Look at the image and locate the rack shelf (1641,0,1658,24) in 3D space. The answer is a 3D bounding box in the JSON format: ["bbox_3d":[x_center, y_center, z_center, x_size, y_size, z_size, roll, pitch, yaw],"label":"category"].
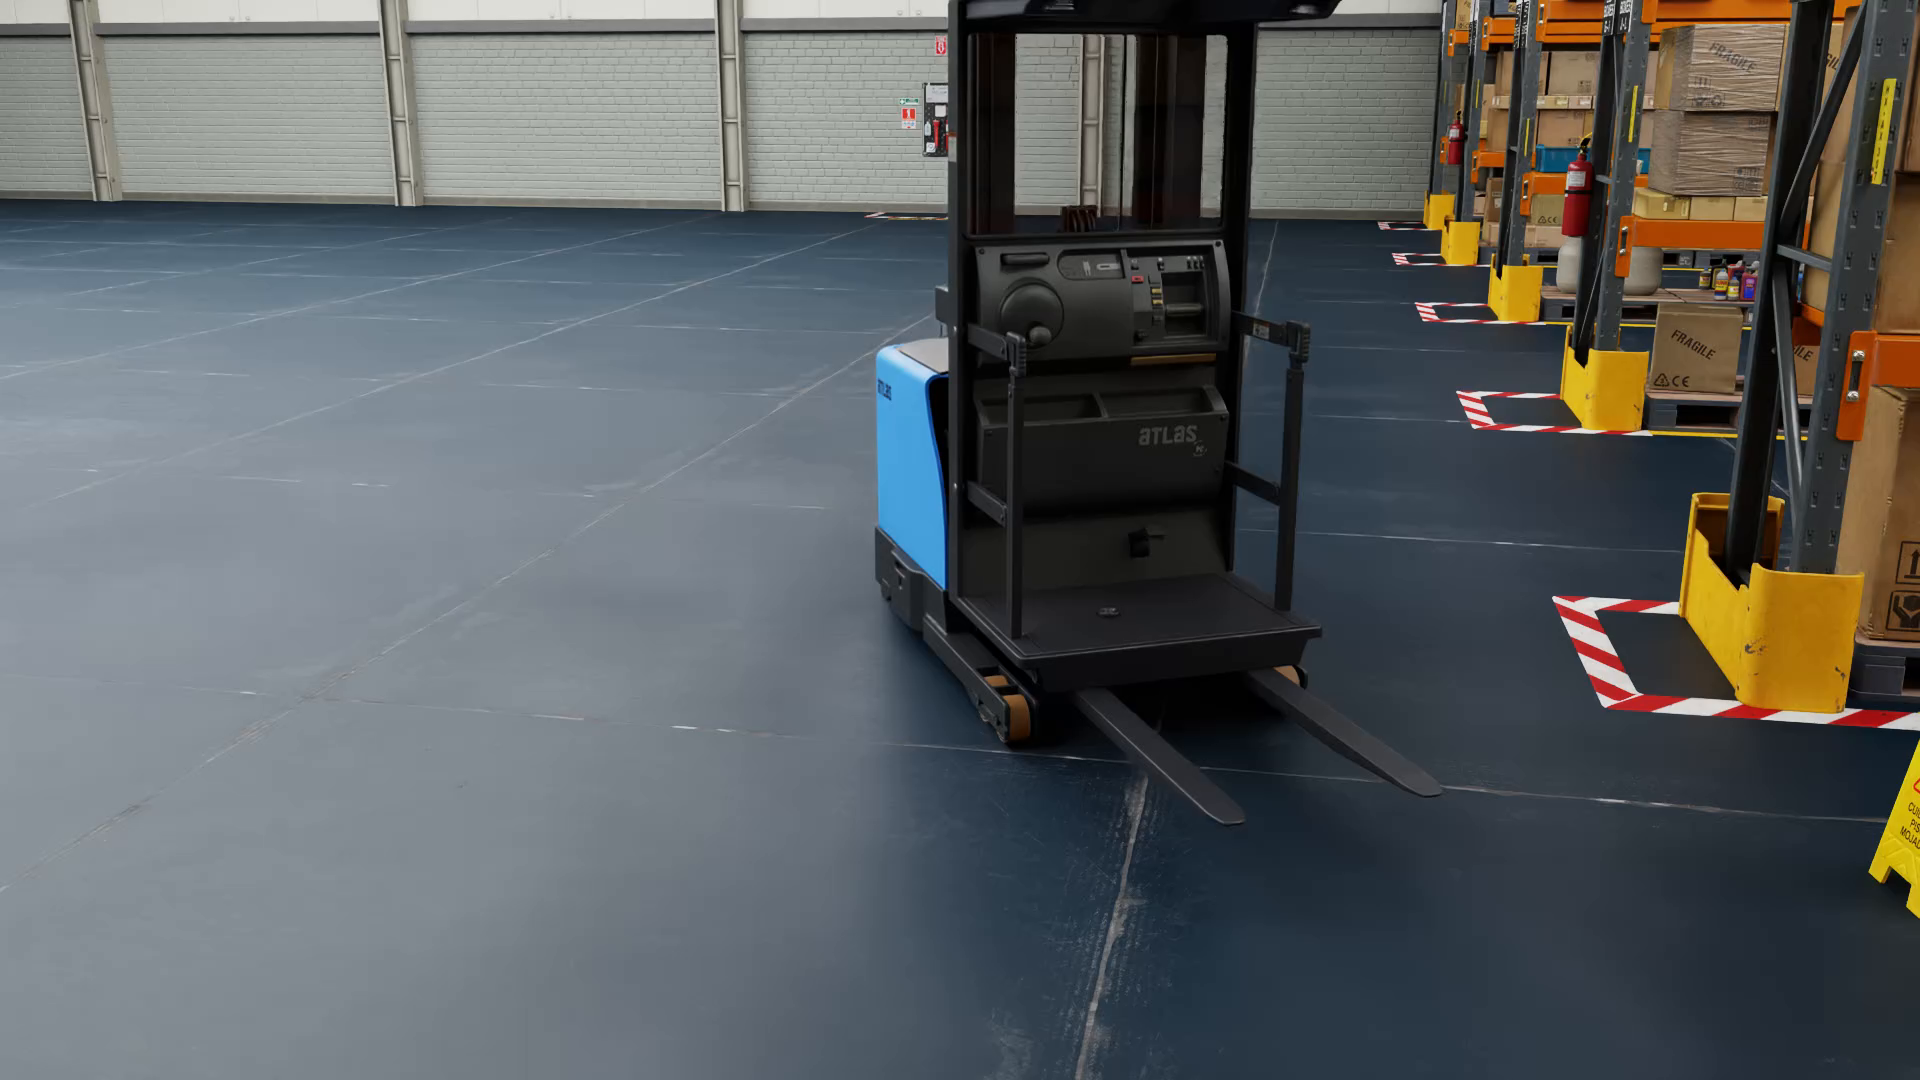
[{"bbox_3d":[6.117,-3.281,9.948,4.000,0.370,1.077,3,16,11],"label":"rack shelf"}]

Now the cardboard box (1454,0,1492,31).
[{"bbox_3d":[7.396,-7.596,23.953,0.500,0.500,0.500,4,16,13],"label":"cardboard box"}]

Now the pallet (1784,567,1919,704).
[{"bbox_3d":[3.869,0.369,6.264,1.213,0.211,1.003,3,16,11],"label":"pallet"}]

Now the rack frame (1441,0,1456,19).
[{"bbox_3d":[7.119,-9.067,23.869,0.127,3.000,1.000,3,16,11],"label":"rack frame"}]

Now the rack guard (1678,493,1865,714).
[{"bbox_3d":[3.046,0.207,6.310,0.348,0.500,1.175,3,16,11],"label":"rack guard"}]

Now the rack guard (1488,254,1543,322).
[{"bbox_3d":[5.228,-2.388,15.677,0.348,0.500,1.175,3,16,11],"label":"rack guard"}]

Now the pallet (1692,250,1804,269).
[{"bbox_3d":[9.284,-3.377,19.787,1.213,0.211,1.003,3,16,11],"label":"pallet"}]

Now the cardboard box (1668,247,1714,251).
[{"bbox_3d":[8.576,-3.564,19.604,0.500,0.250,0.500,3,16,11],"label":"cardboard box"}]

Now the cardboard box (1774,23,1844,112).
[{"bbox_3d":[5.131,-2.833,9.984,0.500,0.500,0.500,3,16,11],"label":"cardboard box"}]

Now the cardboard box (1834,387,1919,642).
[{"bbox_3d":[3.748,-0.156,6.131,0.875,0.875,0.875,3,16,11],"label":"cardboard box"}]

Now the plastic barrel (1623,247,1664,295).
[{"bbox_3d":[6.296,-2.546,15.439,0.421,0.512,0.421,0,15,0],"label":"plastic barrel"}]

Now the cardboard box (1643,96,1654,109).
[{"bbox_3d":[7.983,-5.082,19.316,0.250,0.149,0.380,3,16,12],"label":"cardboard box"}]

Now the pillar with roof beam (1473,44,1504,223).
[{"bbox_3d":[7.119,-8.130,20.486,0.400,9.000,9.100,3,16,11],"label":"pillar with roof beam"}]

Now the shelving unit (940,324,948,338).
[{"bbox_3d":[0.052,-0.503,7.842,0.252,1.050,0.215,3,16,11],"label":"shelving unit"}]

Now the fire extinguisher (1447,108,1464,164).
[{"bbox_3d":[6.112,-4.971,20.462,0.183,0.674,0.296,3,16,11],"label":"fire extinguisher"}]

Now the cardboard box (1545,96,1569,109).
[{"bbox_3d":[6.980,-5.137,19.515,0.250,0.149,0.380,3,16,11],"label":"cardboard box"}]

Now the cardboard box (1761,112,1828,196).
[{"bbox_3d":[5.205,-2.449,10.469,0.500,0.500,0.875,3,16,11],"label":"cardboard box"}]

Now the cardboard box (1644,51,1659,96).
[{"bbox_3d":[8.143,-5.443,19.404,0.500,0.500,0.700,3,16,11],"label":"cardboard box"}]

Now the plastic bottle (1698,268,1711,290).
[{"bbox_3d":[7.031,-2.465,15.690,0.097,0.201,0.097,0,15,0],"label":"plastic bottle"}]

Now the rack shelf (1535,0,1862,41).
[{"bbox_3d":[7.104,-4.577,14.625,4.000,0.370,1.077,3,16,11],"label":"rack shelf"}]

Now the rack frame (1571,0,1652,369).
[{"bbox_3d":[4.157,-2.289,10.636,0.127,3.000,1.000,3,16,11],"label":"rack frame"}]

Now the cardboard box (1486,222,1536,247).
[{"bbox_3d":[6.616,-3.671,19.989,0.500,0.250,0.500,3,16,11],"label":"cardboard box"}]

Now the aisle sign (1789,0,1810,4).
[{"bbox_3d":[3.060,-2.332,5.921,0.004,0.787,0.394,3,16,11],"label":"aisle sign"}]

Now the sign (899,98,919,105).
[{"bbox_3d":[-0.835,-7.152,27.134,0.331,0.109,0.001,3,16,11],"label":"sign"}]

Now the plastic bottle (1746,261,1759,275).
[{"bbox_3d":[7.409,-2.473,15.579,0.135,0.276,0.152,3,16,10],"label":"plastic bottle"}]

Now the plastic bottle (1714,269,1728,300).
[{"bbox_3d":[6.859,-2.304,14.977,0.097,0.271,0.097,0,15,0],"label":"plastic bottle"}]

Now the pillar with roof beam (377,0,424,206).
[{"bbox_3d":[-10.520,-9.088,23.942,0.400,9.000,9.100,3,16,11],"label":"pillar with roof beam"}]

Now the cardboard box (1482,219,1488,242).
[{"bbox_3d":[6.719,-3.806,20.478,0.500,0.250,0.500,3,16,11],"label":"cardboard box"}]

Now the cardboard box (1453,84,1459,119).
[{"bbox_3d":[7.623,-6.506,24.697,0.500,0.500,0.500,3,16,10],"label":"cardboard box"}]

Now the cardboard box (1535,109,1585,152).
[{"bbox_3d":[7.106,-4.873,19.779,0.500,0.500,0.700,4,16,13],"label":"cardboard box"}]

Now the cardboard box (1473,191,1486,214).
[{"bbox_3d":[7.779,-5.032,24.752,0.500,0.311,0.500,1,16,5],"label":"cardboard box"}]

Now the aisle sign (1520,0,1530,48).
[{"bbox_3d":[5.015,-4.765,14.704,0.004,0.787,0.394,3,16,11],"label":"aisle sign"}]

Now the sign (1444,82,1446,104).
[{"bbox_3d":[7.011,-6.451,24.042,0.005,0.325,0.100,3,16,11],"label":"sign"}]

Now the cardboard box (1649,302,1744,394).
[{"bbox_3d":[4.766,-1.249,10.778,0.500,0.500,0.500,6,17,21],"label":"cardboard box"}]

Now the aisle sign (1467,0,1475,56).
[{"bbox_3d":[6.129,-6.213,19.934,0.004,0.787,0.394,3,16,11],"label":"aisle sign"}]

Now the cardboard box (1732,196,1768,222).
[{"bbox_3d":[4.872,-2.055,10.261,0.250,0.149,0.380,3,16,11],"label":"cardboard box"}]

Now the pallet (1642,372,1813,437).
[{"bbox_3d":[5.021,-0.889,10.804,1.213,0.211,1.003,3,16,11],"label":"pallet"}]

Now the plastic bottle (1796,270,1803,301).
[{"bbox_3d":[7.491,-2.269,14.853,0.097,0.271,0.097,0,15,0],"label":"plastic bottle"}]

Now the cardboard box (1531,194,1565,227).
[{"bbox_3d":[7.107,-4.006,19.794,0.500,0.500,0.500,3,16,11],"label":"cardboard box"}]

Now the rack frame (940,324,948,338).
[{"bbox_3d":[-0.067,-0.510,7.865,0.008,1.050,0.200,3,16,11],"label":"rack frame"}]

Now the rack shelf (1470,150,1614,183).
[{"bbox_3d":[8.095,-4.427,19.703,4.000,0.370,1.077,3,16,11],"label":"rack shelf"}]

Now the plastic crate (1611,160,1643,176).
[{"bbox_3d":[5.957,-3.326,14.873,0.250,0.136,0.298,3,16,11],"label":"plastic crate"}]

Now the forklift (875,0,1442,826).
[{"bbox_3d":[0.568,-0.853,5.580,1.130,2.935,3.031,-5,16,-17],"label":"forklift"}]

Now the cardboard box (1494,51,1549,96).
[{"bbox_3d":[6.642,-5.523,19.692,0.500,0.500,0.700,3,16,11],"label":"cardboard box"}]
